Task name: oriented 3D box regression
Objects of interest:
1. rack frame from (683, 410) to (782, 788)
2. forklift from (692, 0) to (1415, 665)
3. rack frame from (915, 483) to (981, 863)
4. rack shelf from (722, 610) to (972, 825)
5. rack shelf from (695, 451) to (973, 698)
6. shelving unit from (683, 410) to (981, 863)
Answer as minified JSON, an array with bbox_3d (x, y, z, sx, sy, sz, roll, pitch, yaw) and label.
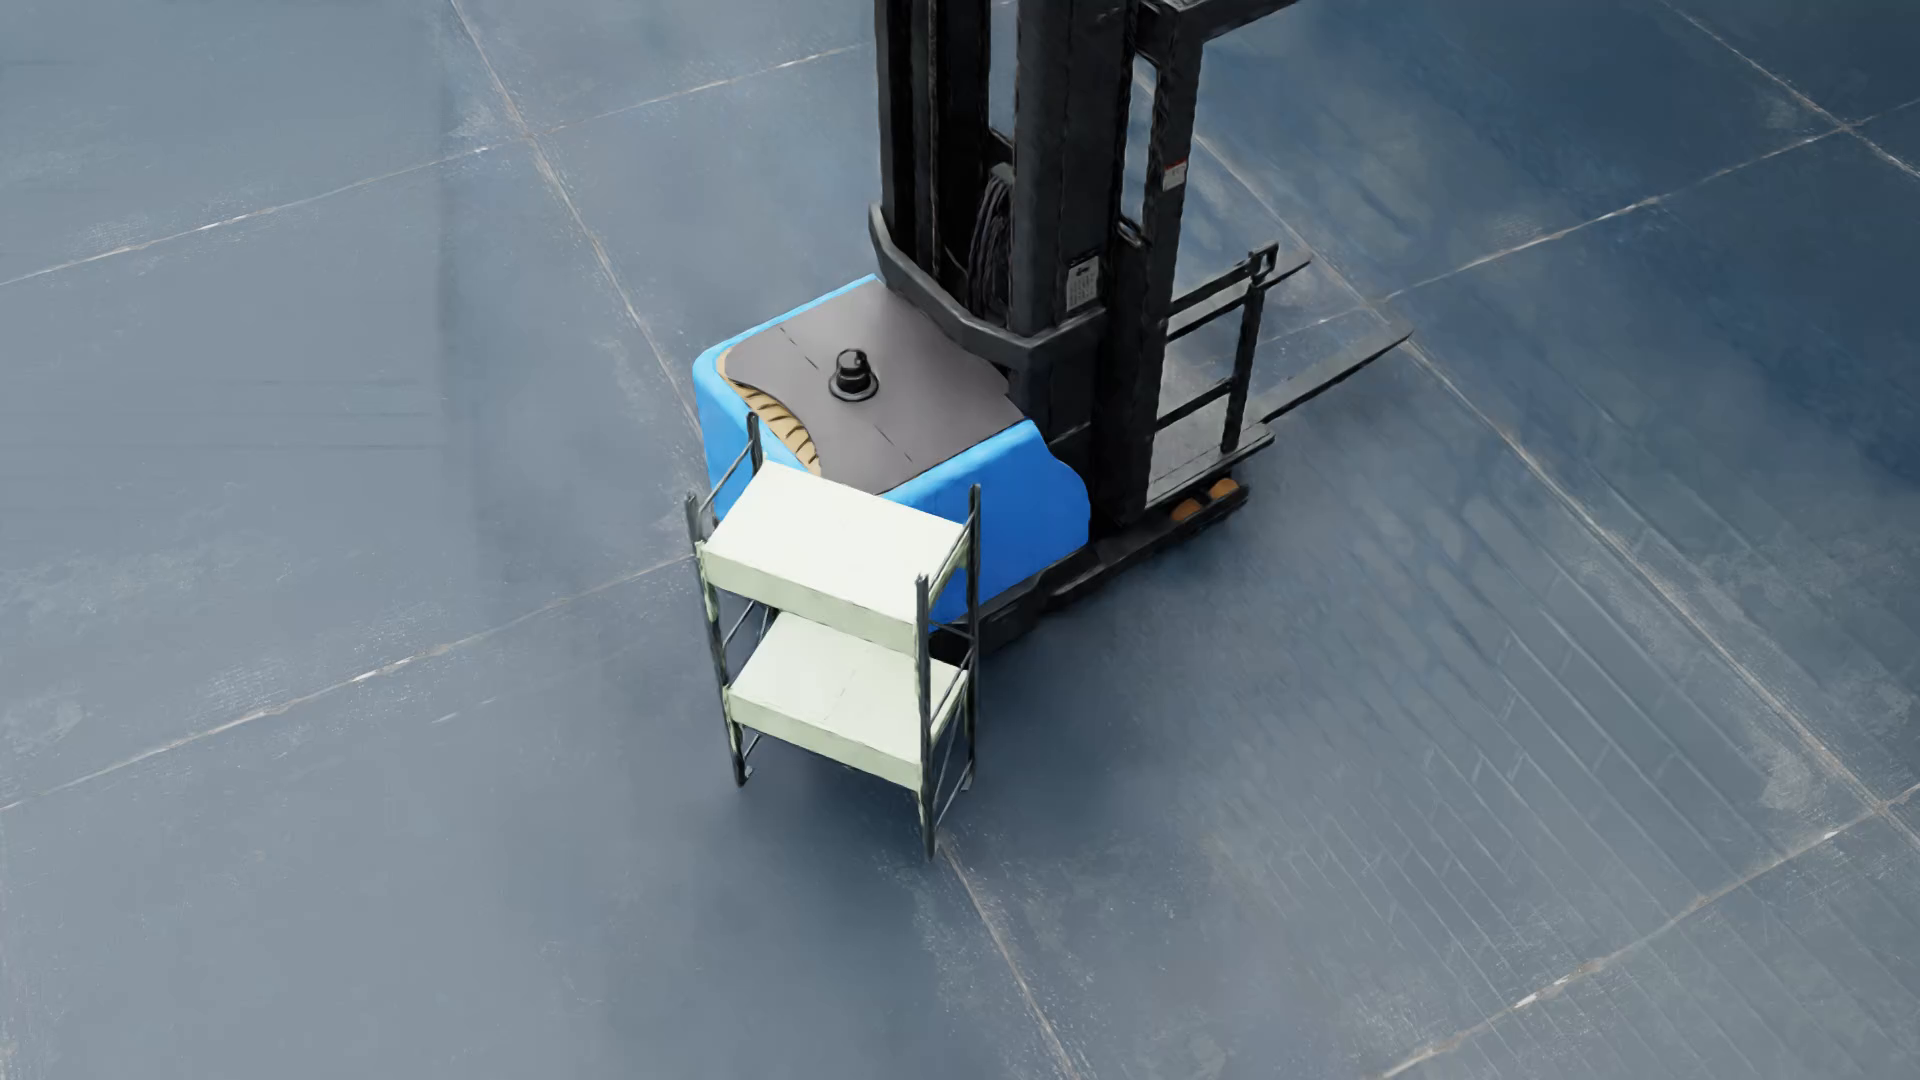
[{"bbox_3d":[-0.699,0.243,5.433,0.023,1.500,0.400,19,51,16],"label":"rack frame"},{"bbox_3d":[0.540,-1.260,5.797,3.031,2.935,1.130,-29,55,-23],"label":"forklift"},{"bbox_3d":[-0.031,0.469,5.236,0.023,1.500,0.400,19,51,16],"label":"rack frame"},{"bbox_3d":[-0.365,0.571,5.580,0.720,0.370,0.431,19,51,16],"label":"rack shelf"},{"bbox_3d":[-0.365,0.099,5.041,0.720,0.370,0.431,19,51,16],"label":"rack shelf"},{"bbox_3d":[-0.365,0.356,5.335,0.755,1.500,0.431,19,51,16],"label":"shelving unit"}]
